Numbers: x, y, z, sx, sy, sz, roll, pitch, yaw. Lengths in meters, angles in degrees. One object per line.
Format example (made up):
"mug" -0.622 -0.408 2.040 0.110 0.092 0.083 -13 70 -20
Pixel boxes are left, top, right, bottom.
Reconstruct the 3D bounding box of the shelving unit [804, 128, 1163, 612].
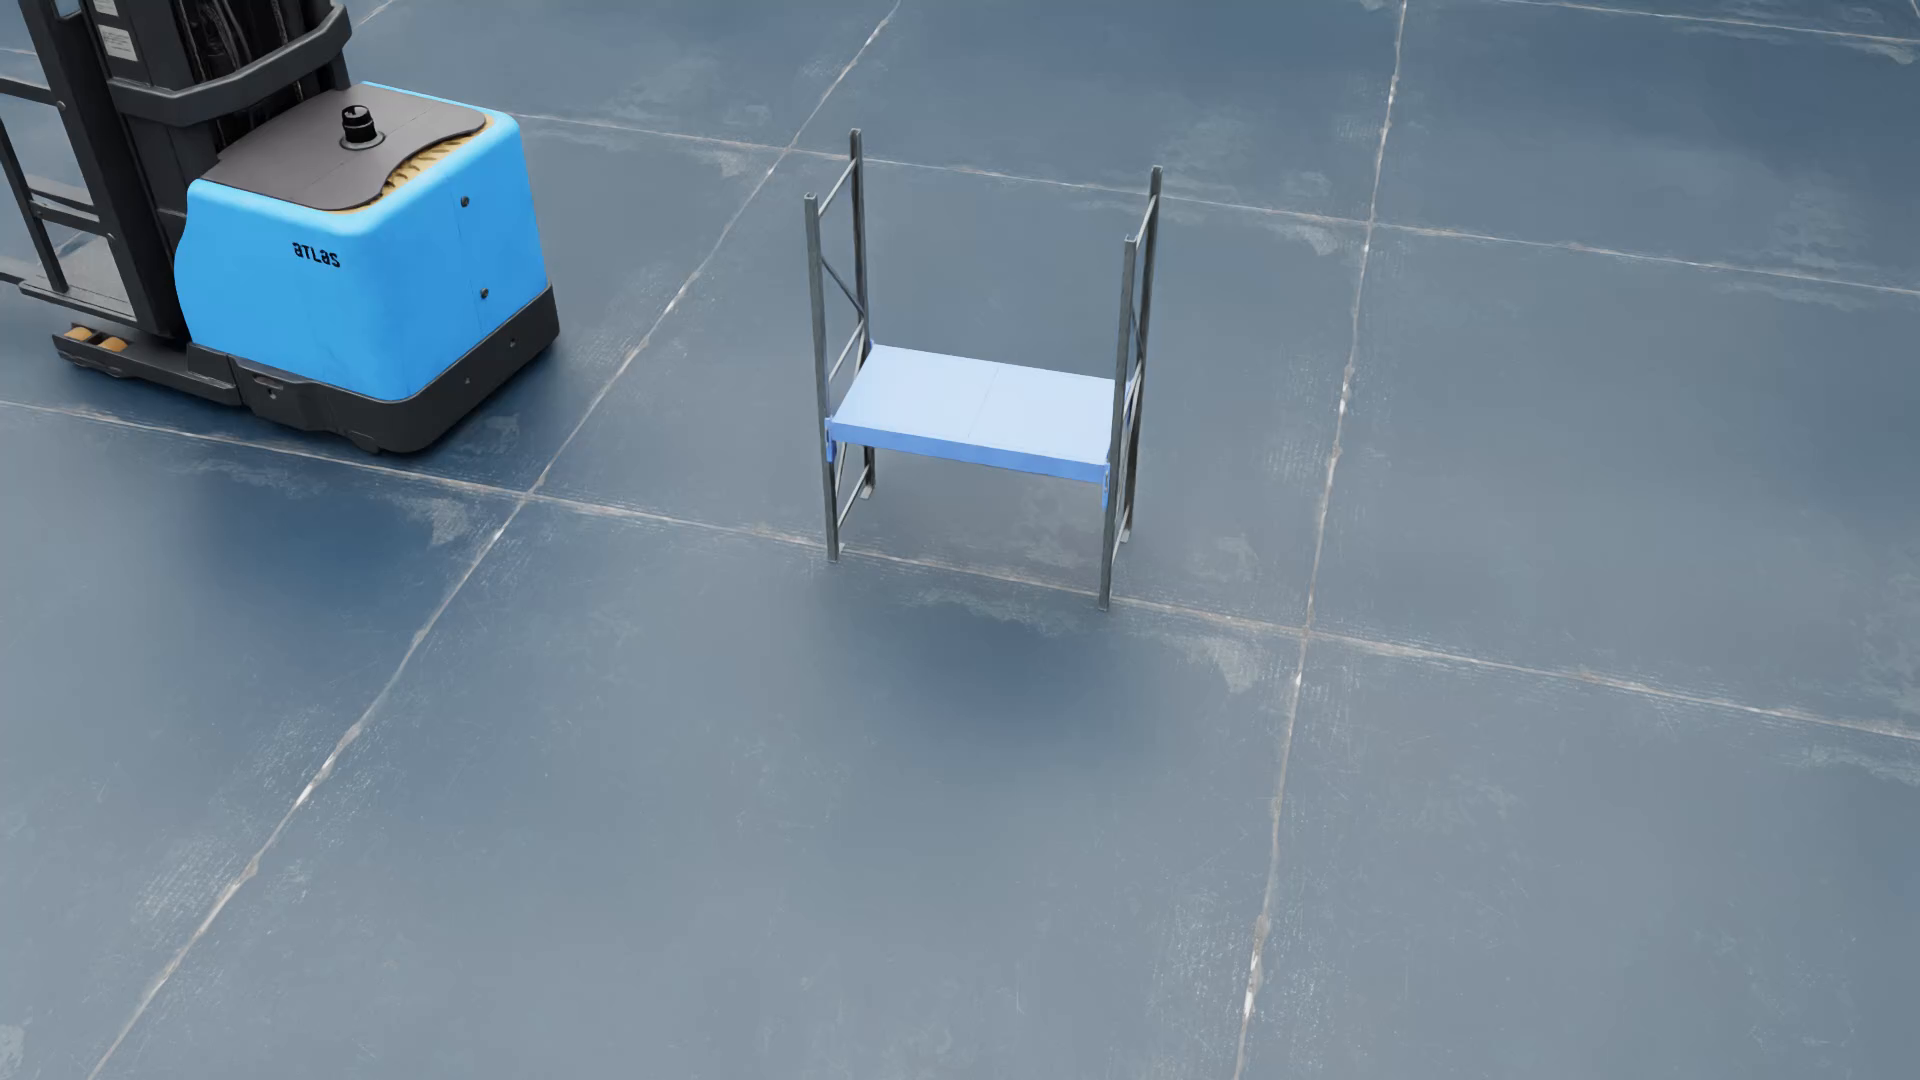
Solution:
"shelving unit" 0.082 -0.560 5.751 1.048 1.500 0.538 10 41 11

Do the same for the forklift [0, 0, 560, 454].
"forklift" -3.295 -2.103 6.475 3.031 2.935 1.130 17 43 19

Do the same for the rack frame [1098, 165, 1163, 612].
"rack frame" 0.573 -0.476 5.650 0.032 1.500 0.500 10 41 11

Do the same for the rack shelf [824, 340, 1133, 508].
"rack shelf" 0.082 -0.422 5.866 1.000 0.185 0.538 10 41 11

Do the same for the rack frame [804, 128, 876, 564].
"rack frame" -0.409 -0.645 5.851 0.032 1.500 0.500 10 41 11
